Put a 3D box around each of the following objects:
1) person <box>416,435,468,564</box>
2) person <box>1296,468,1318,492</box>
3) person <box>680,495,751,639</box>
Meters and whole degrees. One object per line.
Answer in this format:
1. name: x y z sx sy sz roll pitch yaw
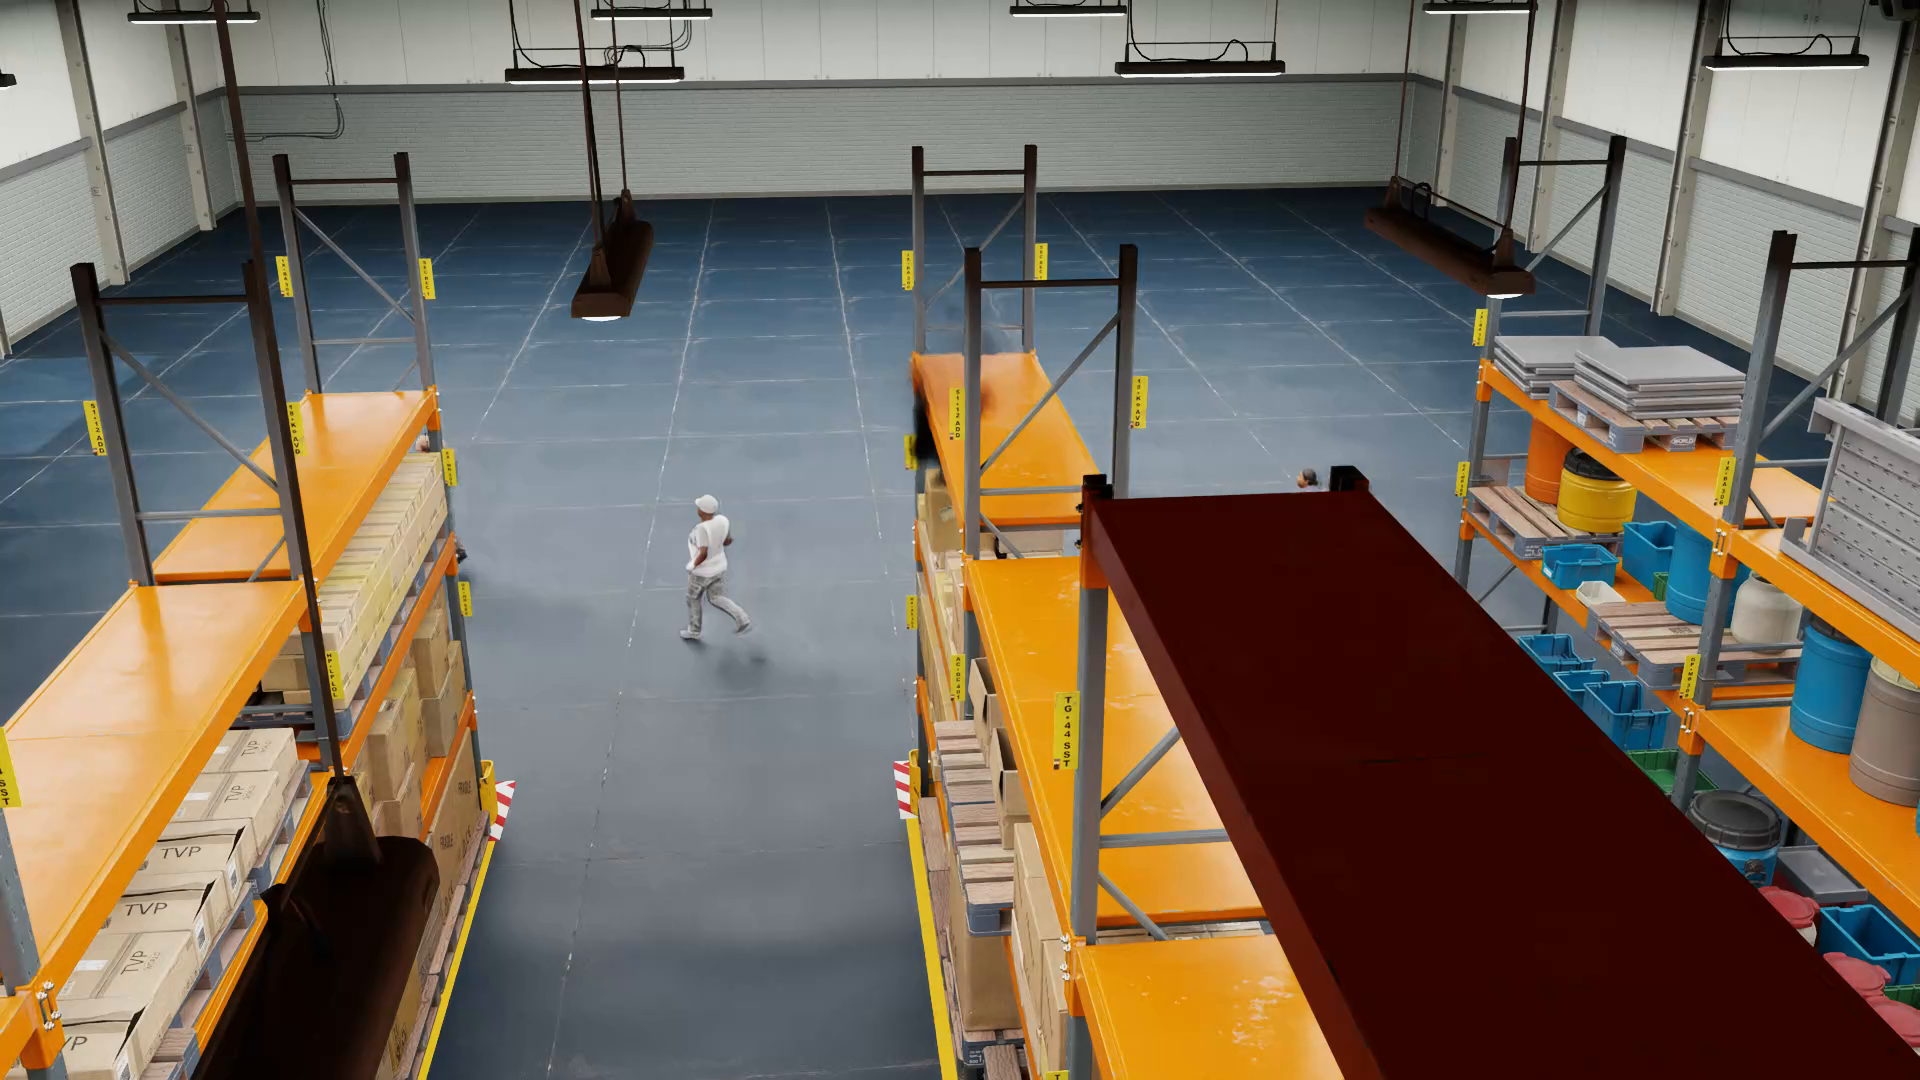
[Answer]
1. person: -6.521 -0.474 20.417 0.906 1.715 0.661 11 24 25
2. person: 4.005 -0.067 19.511 0.880 1.647 0.608 6 22 15
3. person: -2.765 0.337 18.416 0.953 1.774 0.672 14 25 31
